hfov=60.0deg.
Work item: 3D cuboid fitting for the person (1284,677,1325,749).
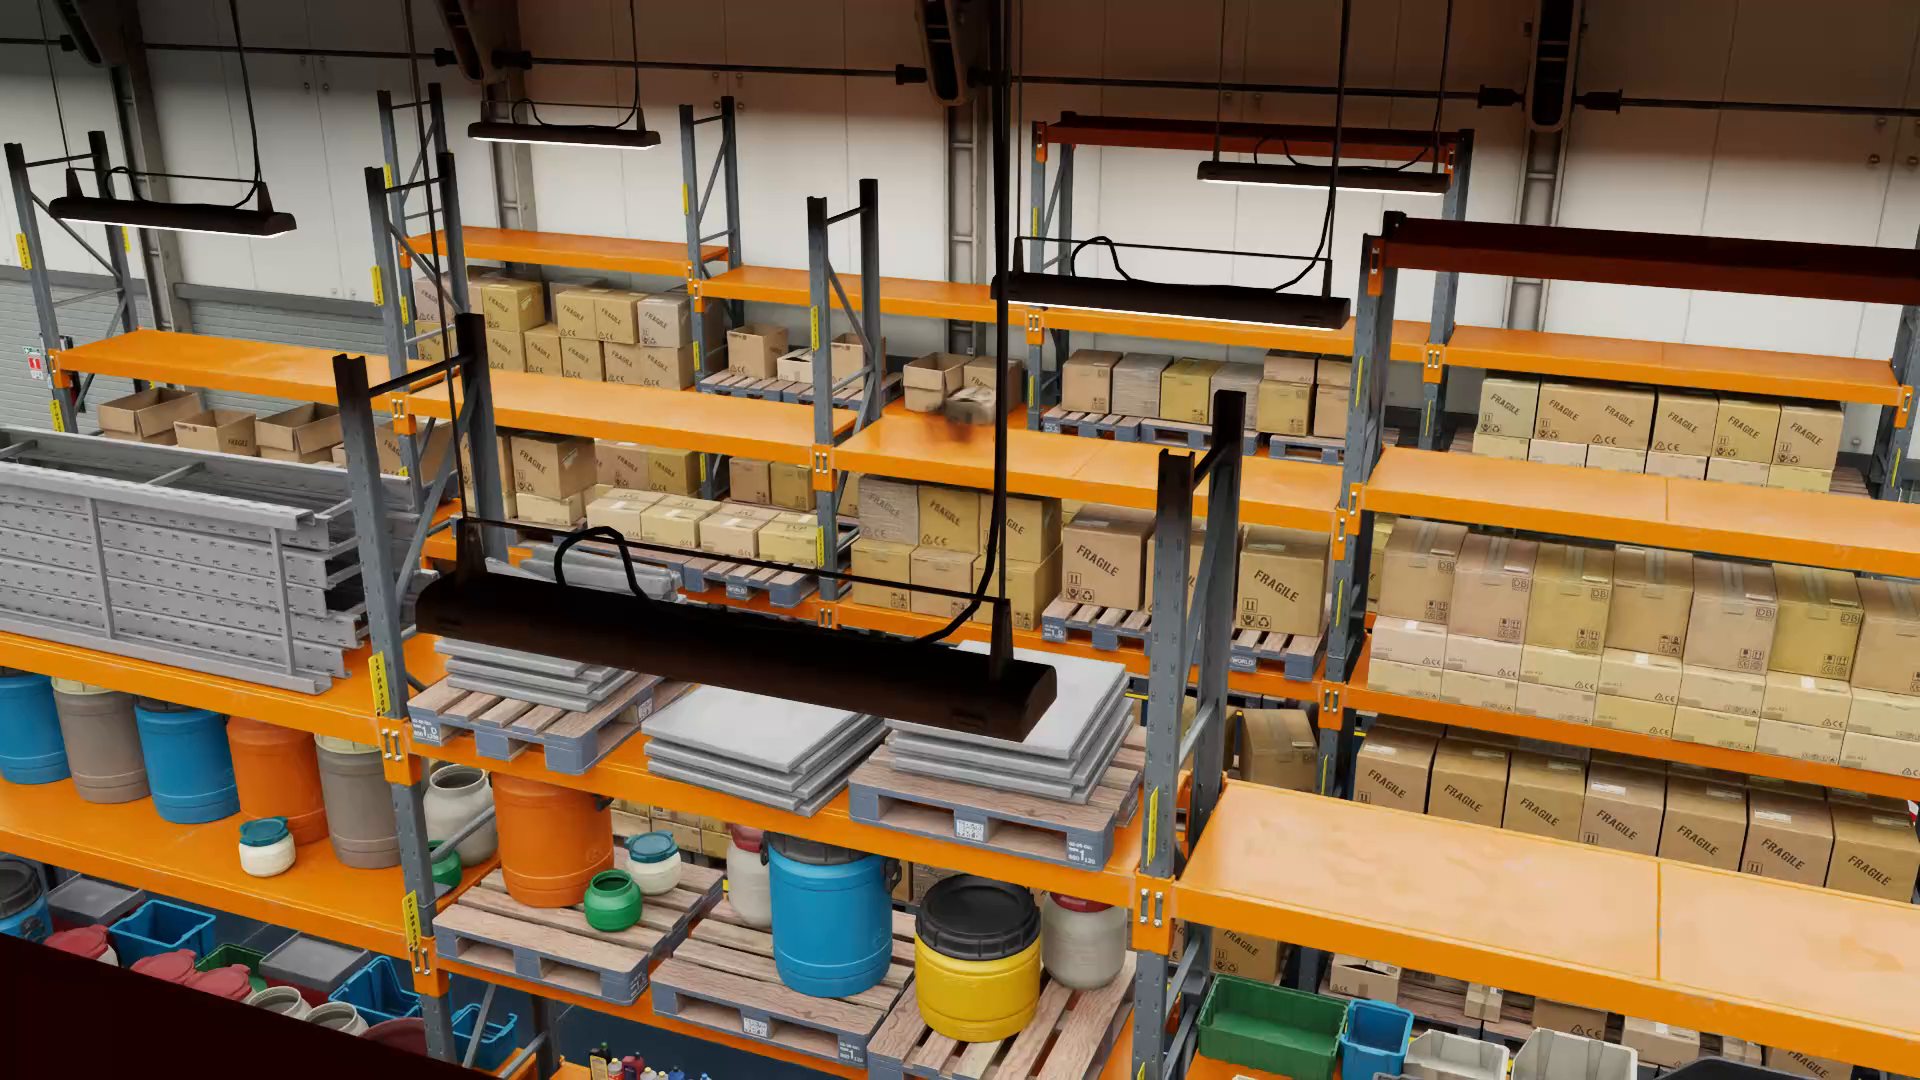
[{"bbox_3d":[3.063,1.962,14.872,0.611,1.717,0.561,14,25,32],"label":"person"}]

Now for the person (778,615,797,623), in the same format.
[{"bbox_3d":[-1.650,1.461,16.317,0.517,1.607,0.322,13,24,30],"label":"person"}]
